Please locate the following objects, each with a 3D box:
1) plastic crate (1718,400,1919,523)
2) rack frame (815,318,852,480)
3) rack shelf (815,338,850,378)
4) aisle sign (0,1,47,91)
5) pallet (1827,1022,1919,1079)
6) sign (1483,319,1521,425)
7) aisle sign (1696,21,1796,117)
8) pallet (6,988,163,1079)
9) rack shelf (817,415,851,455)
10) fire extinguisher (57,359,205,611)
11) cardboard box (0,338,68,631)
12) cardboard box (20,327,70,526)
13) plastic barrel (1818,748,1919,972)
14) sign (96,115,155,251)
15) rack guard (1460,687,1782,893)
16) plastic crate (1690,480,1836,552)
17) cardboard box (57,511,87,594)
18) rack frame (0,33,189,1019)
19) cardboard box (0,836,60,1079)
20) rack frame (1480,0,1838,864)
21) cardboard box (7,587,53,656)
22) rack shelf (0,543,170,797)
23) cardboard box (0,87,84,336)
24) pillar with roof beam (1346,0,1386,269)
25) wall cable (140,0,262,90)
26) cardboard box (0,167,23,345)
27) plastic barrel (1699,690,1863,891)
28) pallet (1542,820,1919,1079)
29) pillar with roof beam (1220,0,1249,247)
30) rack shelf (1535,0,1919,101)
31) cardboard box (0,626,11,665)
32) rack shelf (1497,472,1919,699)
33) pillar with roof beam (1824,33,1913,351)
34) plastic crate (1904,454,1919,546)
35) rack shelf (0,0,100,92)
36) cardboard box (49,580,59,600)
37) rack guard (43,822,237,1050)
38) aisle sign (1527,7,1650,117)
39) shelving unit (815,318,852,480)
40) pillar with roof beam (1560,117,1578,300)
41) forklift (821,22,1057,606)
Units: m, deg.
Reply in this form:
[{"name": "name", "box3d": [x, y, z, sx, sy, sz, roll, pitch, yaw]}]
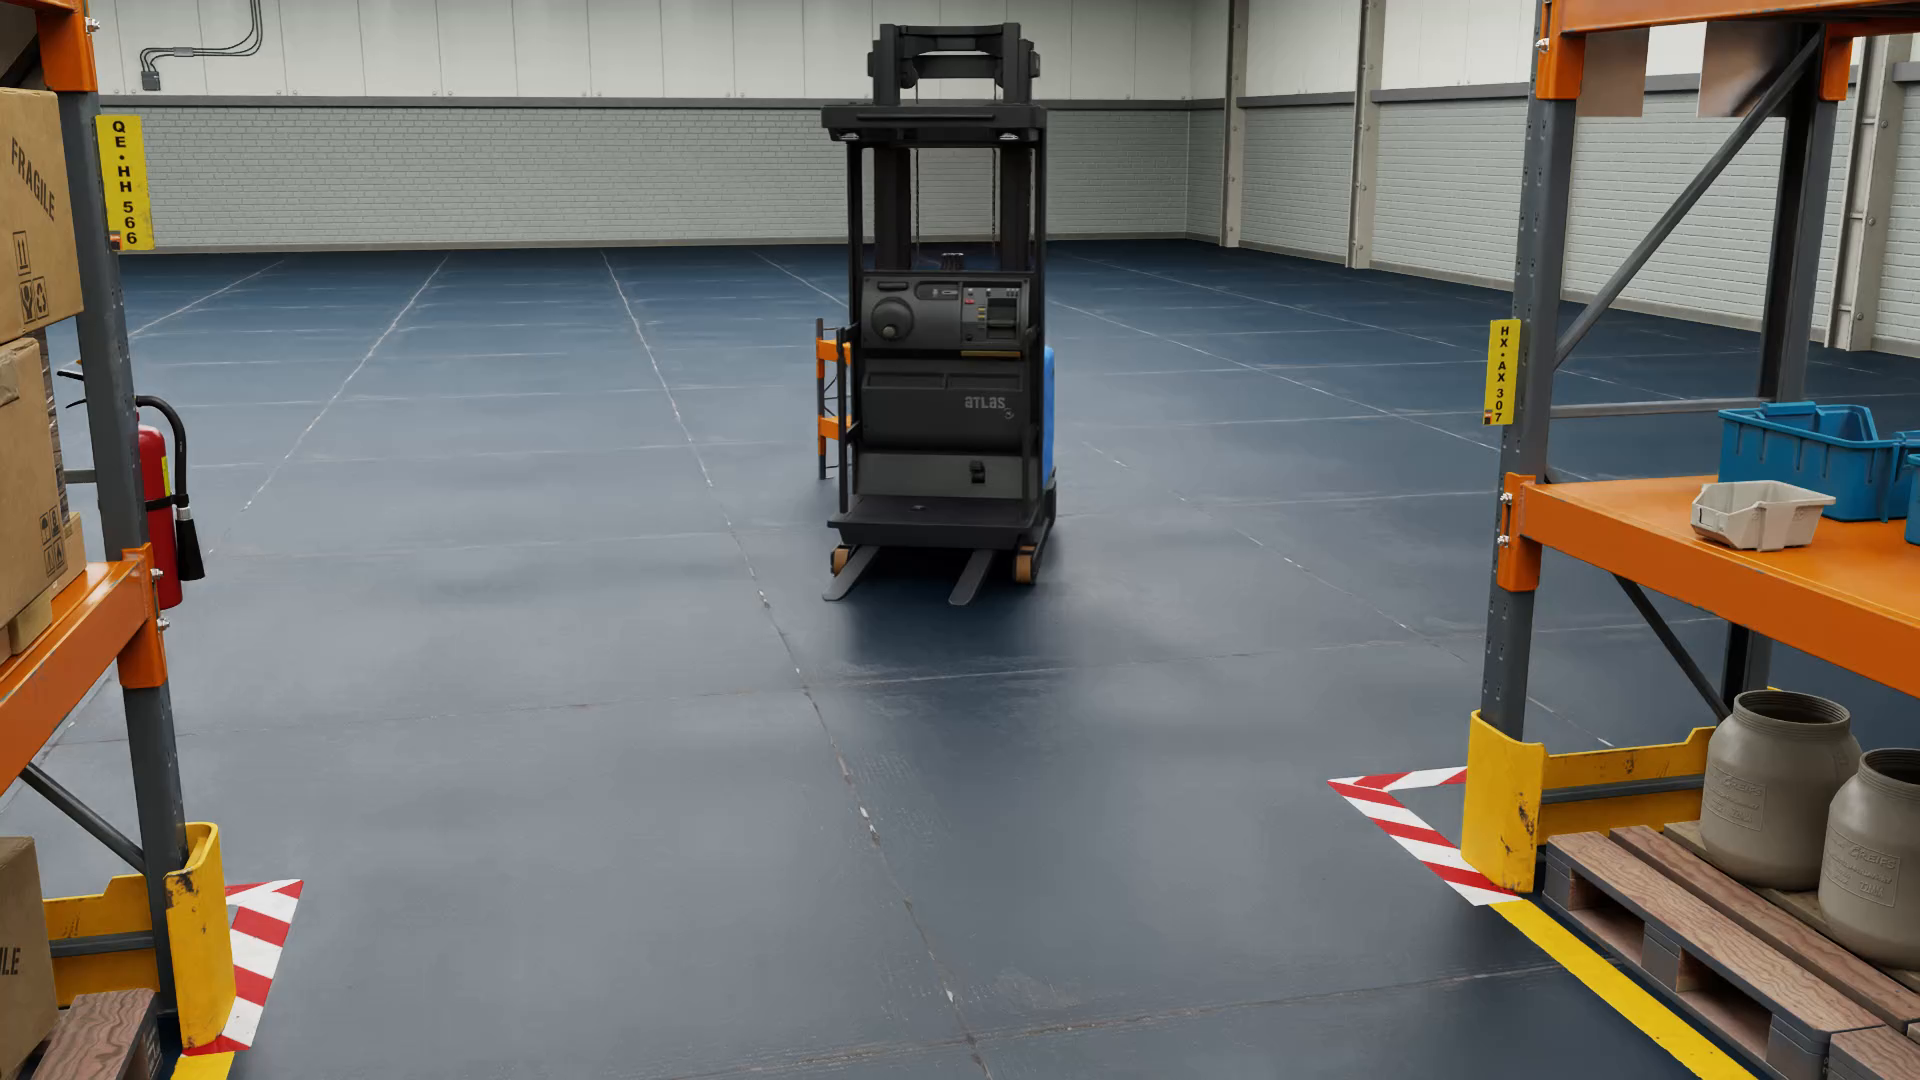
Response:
[{"name": "plastic crate", "box3d": [2.621, -0.242, 4.912, 0.499, 0.251, 0.616, -3, 14, -13]}, {"name": "rack frame", "box3d": [-0.778, -1.005, 11.671, 0.500, 1.125, 0.032, -9, 16, -33]}, {"name": "rack shelf", "box3d": [-0.493, -1.190, 11.193, 0.538, 0.278, 1.000, -9, 16, -33]}, {"name": "aisle sign", "box3d": [-2.325, -1.431, 3.987, 0.394, 0.787, 0.004, -3, 14, -13]}, {"name": "pallet", "box3d": [2.745, 1.425, 3.651, 1.003, 0.211, 1.213, -3, 14, -13]}, {"name": "sign", "box3d": [1.677, -0.518, 5.145, 0.100, 0.325, 0.005, -3, 14, -13]}, {"name": "aisle sign", "box3d": [2.484, -1.709, 5.126, 0.394, 0.787, 0.004, -3, 14, -13]}, {"name": "pallet", "box3d": [-2.428, 1.424, 3.653, 1.003, 0.211, 1.213, -3, 14, -13]}, {"name": "rack shelf", "box3d": [-0.493, -0.668, 11.321, 0.538, 0.278, 1.000, -9, 16, -33]}, {"name": "fire extinguisher", "box3d": [-2.181, -0.152, 4.391, 0.296, 0.674, 0.183, -3, 14, -13]}, {"name": "cardboard box", "box3d": [-2.265, -0.093, 3.151, 0.875, 0.500, 0.500, -3, 14, -13]}, {"name": "cardboard box", "box3d": [-2.500, -0.202, 3.596, 0.875, 0.500, 0.500, -3, 14, -13]}, {"name": "plastic barrel", "box3d": [2.559, 0.854, 4.467, 0.421, 0.512, 0.421, 0, 14, 0]}, {"name": "sign", "box3d": [-2.058, -0.880, 4.102, 0.100, 0.325, 0.005, -3, 14, -13]}, {"name": "rack guard", "box3d": [2.276, 0.816, 5.535, 1.175, 0.500, 0.348, -3, 14, -13]}, {"name": "plastic crate", "box3d": [2.110, -0.061, 4.412, 0.298, 0.136, 0.250, -3, 14, -13]}, {"name": "cardboard box", "box3d": [-2.334, 0.039, 3.977, 0.380, 0.149, 0.250, -3, 14, -13]}, {"name": "rack frame", "box3d": [-2.602, -0.137, 4.169, 1.000, 3.000, 0.127, -3, 14, -13]}, {"name": "cardboard box", "box3d": [-2.472, 1.018, 3.822, 0.500, 0.500, 0.500, -1, 14, -3]}, {"name": "rack frame", "box3d": [2.212, -0.413, 5.299, 1.000, 3.000, 0.127, -3, 14, -13]}, {"name": "cardboard box", "box3d": [-2.168, 0.151, 3.516, 0.380, 0.149, 0.250, -3, 14, -13]}, {"name": "rack shelf", "box3d": [-2.132, 0.674, 2.366, 1.077, 0.370, 4.000, -3, 14, -13]}, {"name": "cardboard box", "box3d": [-2.233, -0.703, 3.540, 0.500, 0.500, 0.500, -3, 14, -13]}, {"name": "pillar with roof beam", "box3d": [3.026, -9.063, 28.064, 9.100, 9.000, 0.400, -3, 14, -13]}, {"name": "wall cable", "box3d": [-14.992, -11.863, 32.356, 2.305, 6.003, 0.169, -3, 14, -13]}, {"name": "cardboard box", "box3d": [-2.110, -0.588, 3.069, 0.500, 0.500, 0.500, -3, 14, -13]}, {"name": "plastic barrel", "box3d": [2.441, 0.739, 4.940, 0.421, 0.512, 0.421, 0, 14, 0]}, {"name": "pallet", "box3d": [2.462, 1.144, 4.801, 1.003, 0.211, 1.213, -3, 14, -13]}, {"name": "pillar with roof beam", "box3d": [1.617, -10.447, 33.729, 9.100, 9.000, 0.400, -3, 14, -13]}, {"name": "rack shelf", "box3d": [2.682, -1.060, 3.140, 1.077, 0.370, 4.000, -3, 14, -13]}, {"name": "cardboard box", "box3d": [-2.124, 0.210, 3.277, 0.380, 0.149, 0.250, -3, 14, -13]}, {"name": "rack shelf", "box3d": [2.682, 0.397, 3.496, 1.077, 0.370, 4.000, -3, 14, -13]}, {"name": "pillar with roof beam", "box3d": [5.845, -6.295, 16.732, 9.100, 9.000, 0.400, -3, 14, -13]}, {"name": "plastic crate", "box3d": [2.768, -0.092, 4.298, 0.499, 0.251, 0.408, -3, 14, -13]}, {"name": "rack shelf", "box3d": [-2.132, -0.784, 2.010, 1.077, 0.370, 4.000, -3, 14, -13]}, {"name": "cardboard box", "box3d": [-2.276, 0.097, 3.741, 0.380, 0.149, 0.250, -3, 14, -13]}, {"name": "rack guard", "box3d": [-2.584, 1.094, 4.394, 1.175, 0.500, 0.348, -3, 14, -13]}, {"name": "aisle sign", "box3d": [1.911, -1.677, 4.992, 0.394, 0.787, 0.004, -3, 14, -13]}, {"name": "shelving unit", "box3d": [-0.493, -0.905, 11.263, 0.538, 1.125, 1.048, -9, 16, -33]}, {"name": "pillar with roof beam", "box3d": [4.436, -7.679, 22.398, 9.100, 9.000, 0.400, -3, 14, -13]}, {"name": "forklift", "box3d": [-0.106, -1.271, 8.955, 1.130, 2.935, 3.031, 2, 14, 7]}]
